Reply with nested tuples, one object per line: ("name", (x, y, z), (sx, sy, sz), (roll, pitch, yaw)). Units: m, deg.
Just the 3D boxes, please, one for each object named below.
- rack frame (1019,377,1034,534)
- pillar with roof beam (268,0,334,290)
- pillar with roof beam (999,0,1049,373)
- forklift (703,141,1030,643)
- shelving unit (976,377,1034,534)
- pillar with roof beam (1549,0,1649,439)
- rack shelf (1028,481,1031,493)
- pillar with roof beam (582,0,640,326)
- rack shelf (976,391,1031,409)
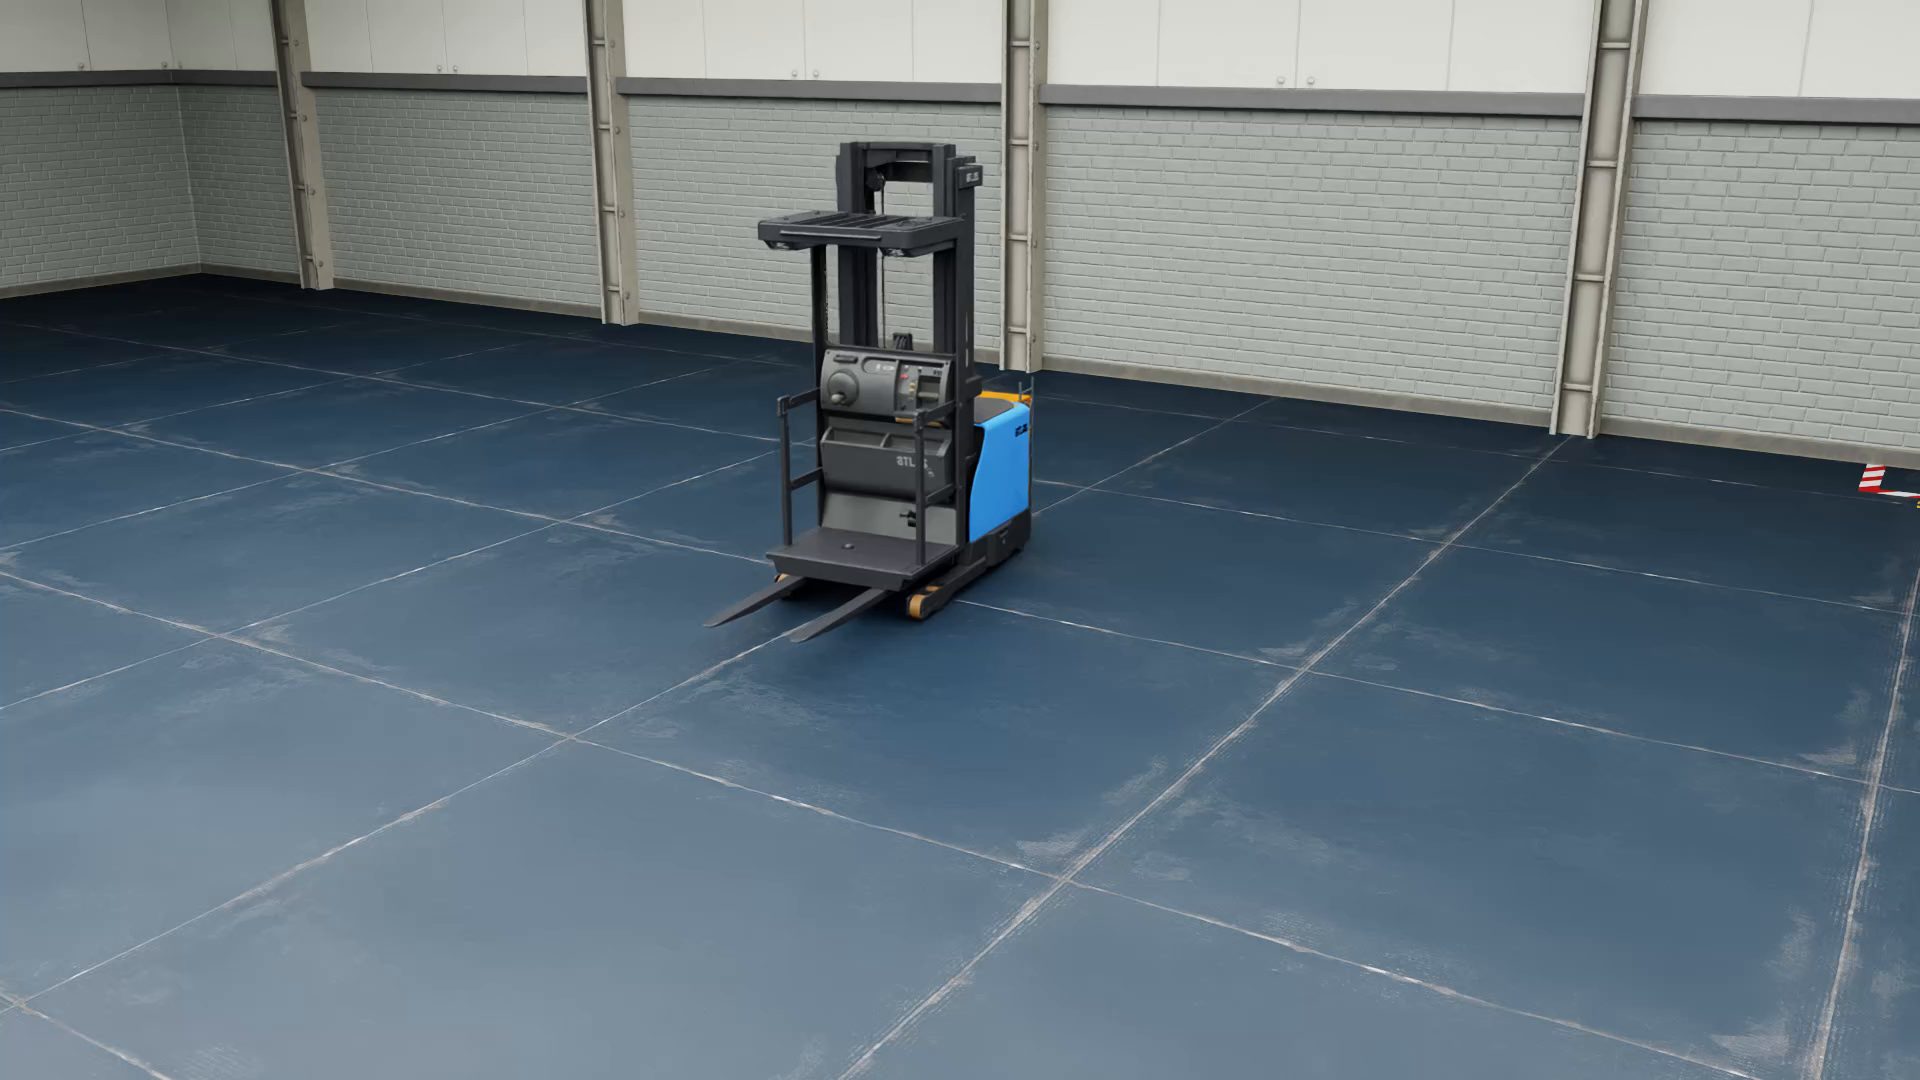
("rack frame", (0.483, -0.592, 12.267), (0.015, 1.200, 0.240), (8, 19, 25))
("pillar with roof beam", (-11.789, -6.986, 19.897), (0.400, 9.000, 9.100), (10, 20, 30))
("pillar with roof beam", (-1.563, -5.161, 13.888), (0.400, 9.000, 9.100), (10, 20, 30))
("forklift", (-0.583, -1.033, 10.740), (1.130, 2.935, 3.031), (8, 19, 25))
("shelving unit", (0.263, -0.623, 12.368), (0.503, 1.200, 0.258), (8, 19, 25))
("pillar with roof beam", (3.549, -4.248, 10.884), (0.400, 9.000, 9.100), (10, 20, 30))
("rack shelf", (0.263, -0.369, 12.445), (0.480, 0.148, 0.258), (8, 19, 25))
("pillar with roof beam", (-6.676, -6.073, 16.893), (0.400, 9.000, 9.100), (10, 20, 30))
("rack shelf", (0.263, -0.999, 12.254), (0.480, 0.148, 0.258), (8, 19, 25))
